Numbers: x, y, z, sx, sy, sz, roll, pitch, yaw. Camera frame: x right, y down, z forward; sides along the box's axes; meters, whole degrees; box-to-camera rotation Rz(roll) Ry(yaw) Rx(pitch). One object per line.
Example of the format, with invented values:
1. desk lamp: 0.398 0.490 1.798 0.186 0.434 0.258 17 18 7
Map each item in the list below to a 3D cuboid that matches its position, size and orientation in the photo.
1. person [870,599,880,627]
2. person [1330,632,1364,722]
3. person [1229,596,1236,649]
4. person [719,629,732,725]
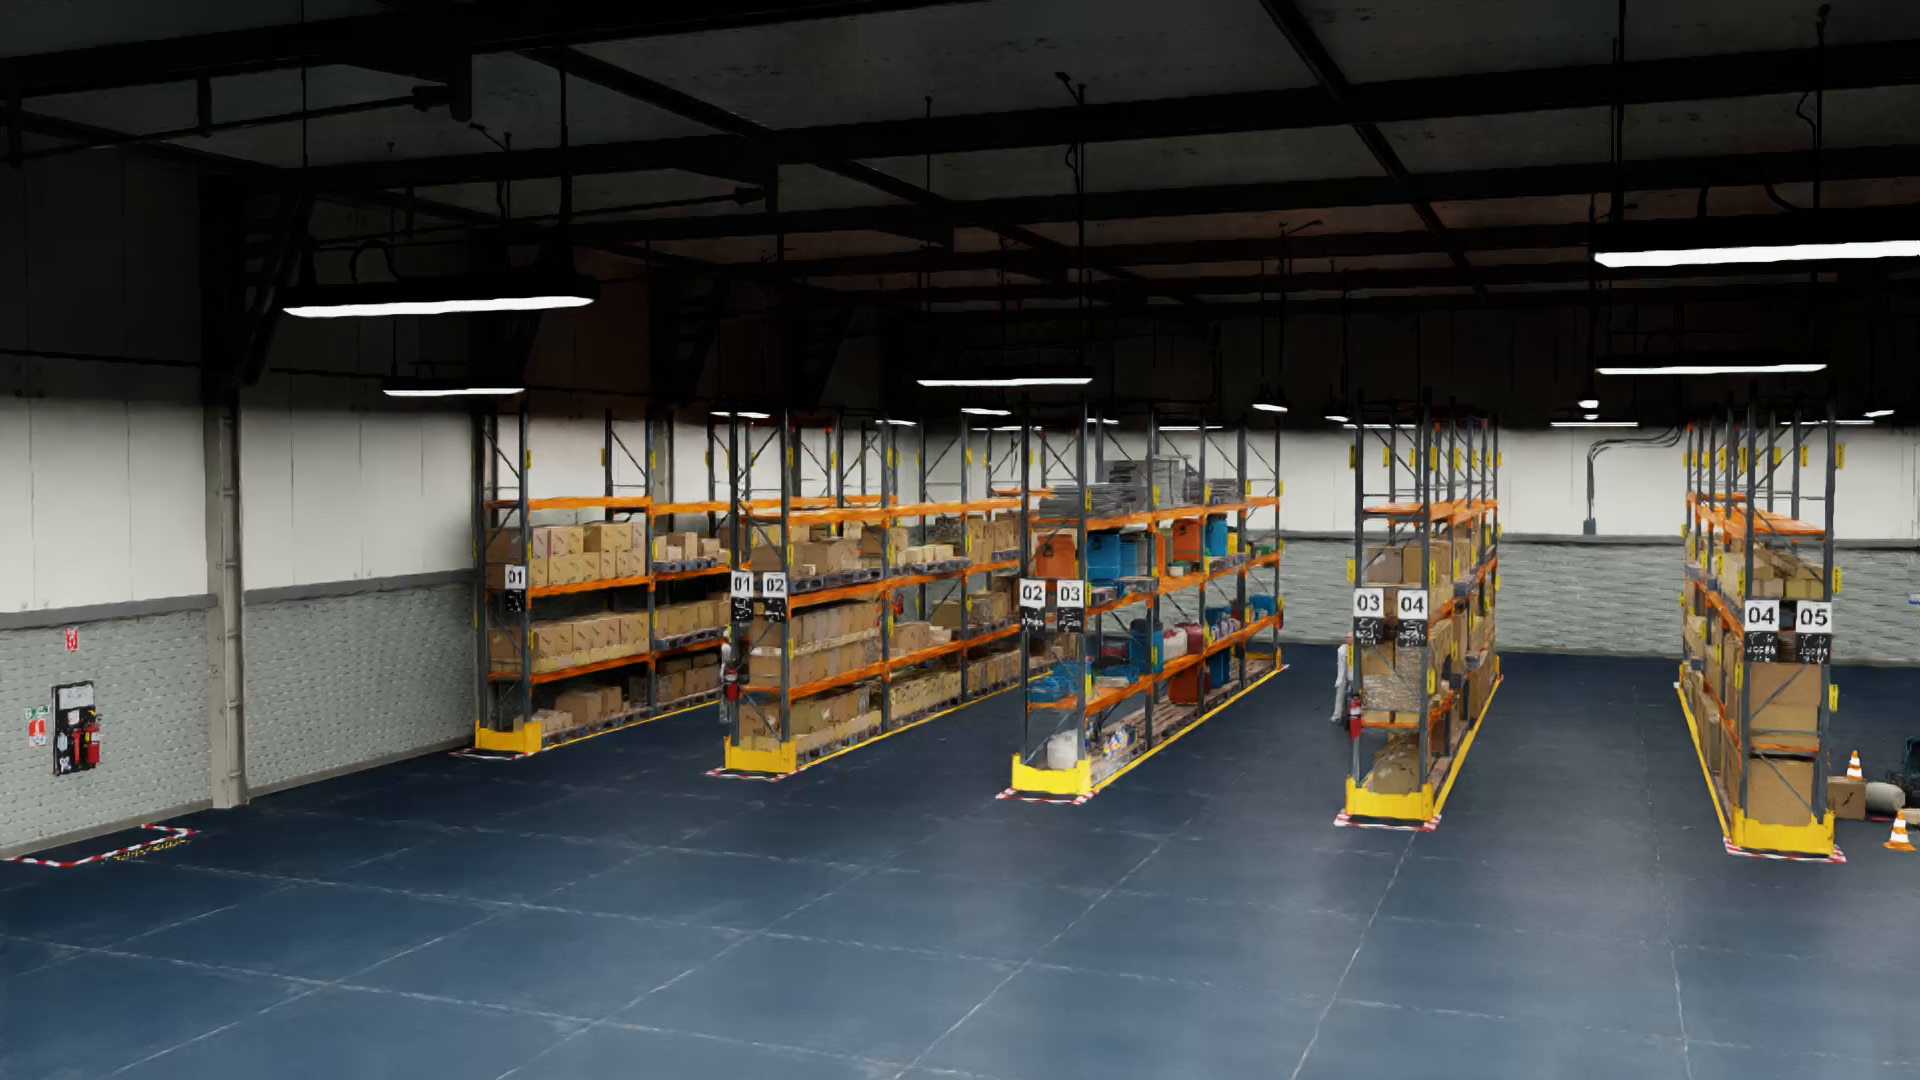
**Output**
1. person: -2.008 2.242 38.673 0.476 1.738 0.623 0 3 3
2. person: 7.400 2.592 31.558 0.573 1.716 1.098 2 3 30
3. person: 6.787 2.198 41.305 0.586 1.596 0.405 -2 4 -39
4. person: -4.317 2.565 31.406 0.461 1.783 0.615 0 3 -7
